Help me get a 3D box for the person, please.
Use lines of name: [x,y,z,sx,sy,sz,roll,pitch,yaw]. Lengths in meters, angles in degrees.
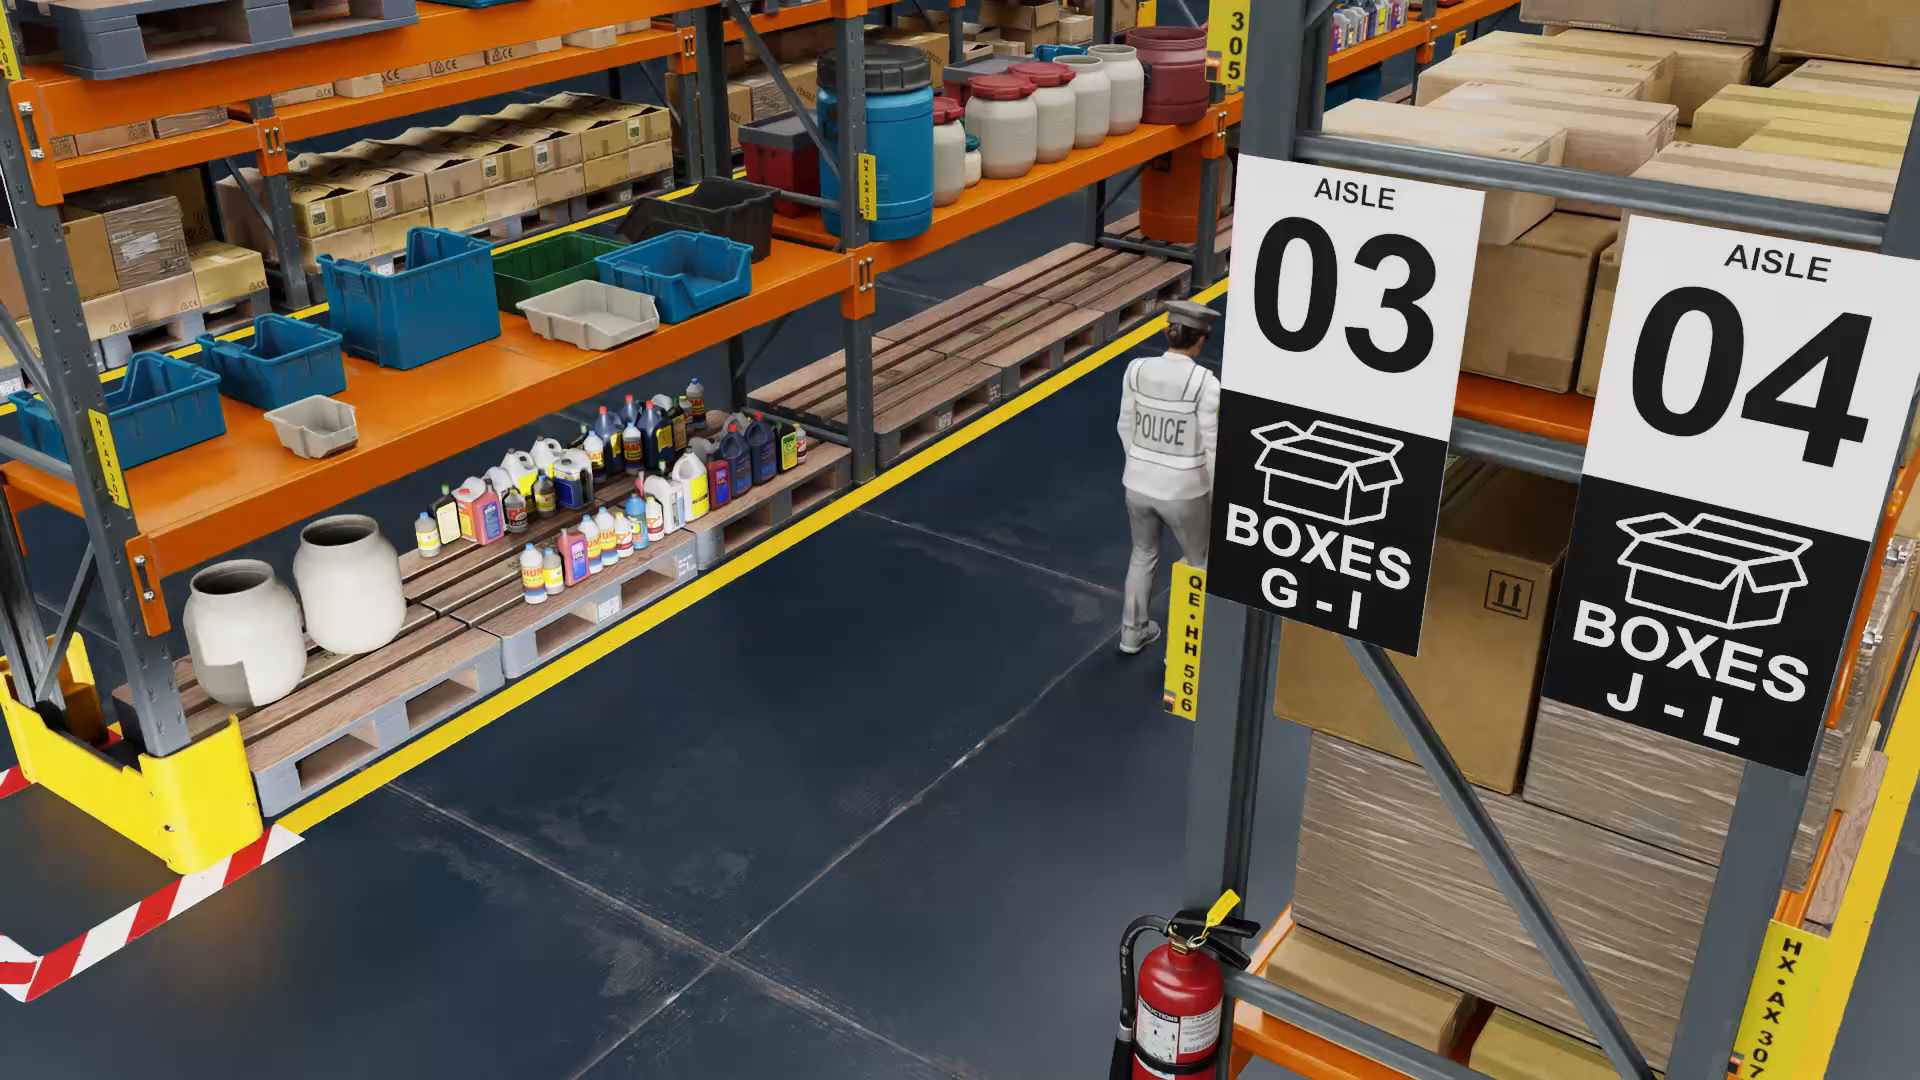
person: [0.898,-0.236,7.145,0.504,1.616,0.465,18,32,32]
